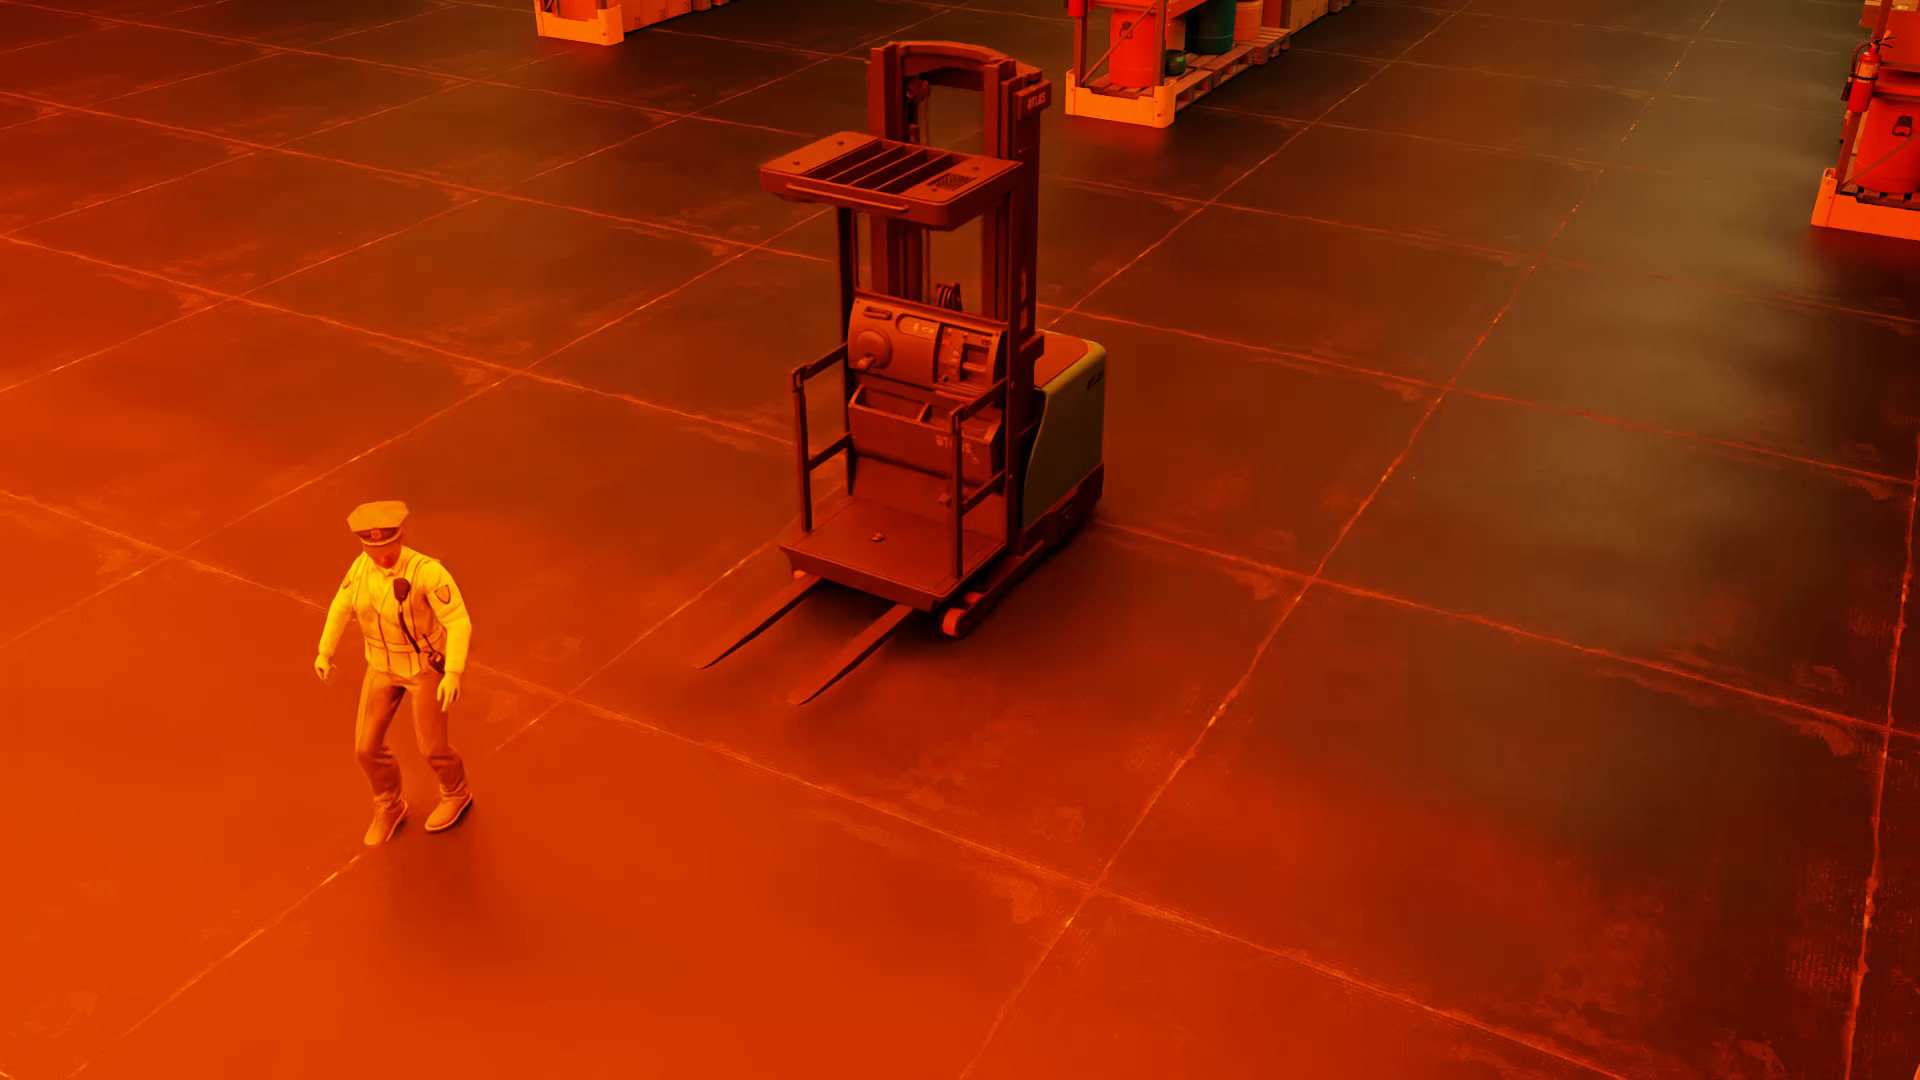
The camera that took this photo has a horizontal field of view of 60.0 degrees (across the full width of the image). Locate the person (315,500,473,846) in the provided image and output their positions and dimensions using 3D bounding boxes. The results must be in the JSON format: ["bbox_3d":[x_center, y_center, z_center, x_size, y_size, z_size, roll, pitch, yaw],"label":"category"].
[{"bbox_3d":[-2.468,0.634,7.325,0.873,1.684,0.480,11,32,18],"label":"person"}]

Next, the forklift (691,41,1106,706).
[{"bbox_3d":[-0.305,-0.999,8.802,1.130,2.935,3.031,17,34,26],"label":"forklift"}]
